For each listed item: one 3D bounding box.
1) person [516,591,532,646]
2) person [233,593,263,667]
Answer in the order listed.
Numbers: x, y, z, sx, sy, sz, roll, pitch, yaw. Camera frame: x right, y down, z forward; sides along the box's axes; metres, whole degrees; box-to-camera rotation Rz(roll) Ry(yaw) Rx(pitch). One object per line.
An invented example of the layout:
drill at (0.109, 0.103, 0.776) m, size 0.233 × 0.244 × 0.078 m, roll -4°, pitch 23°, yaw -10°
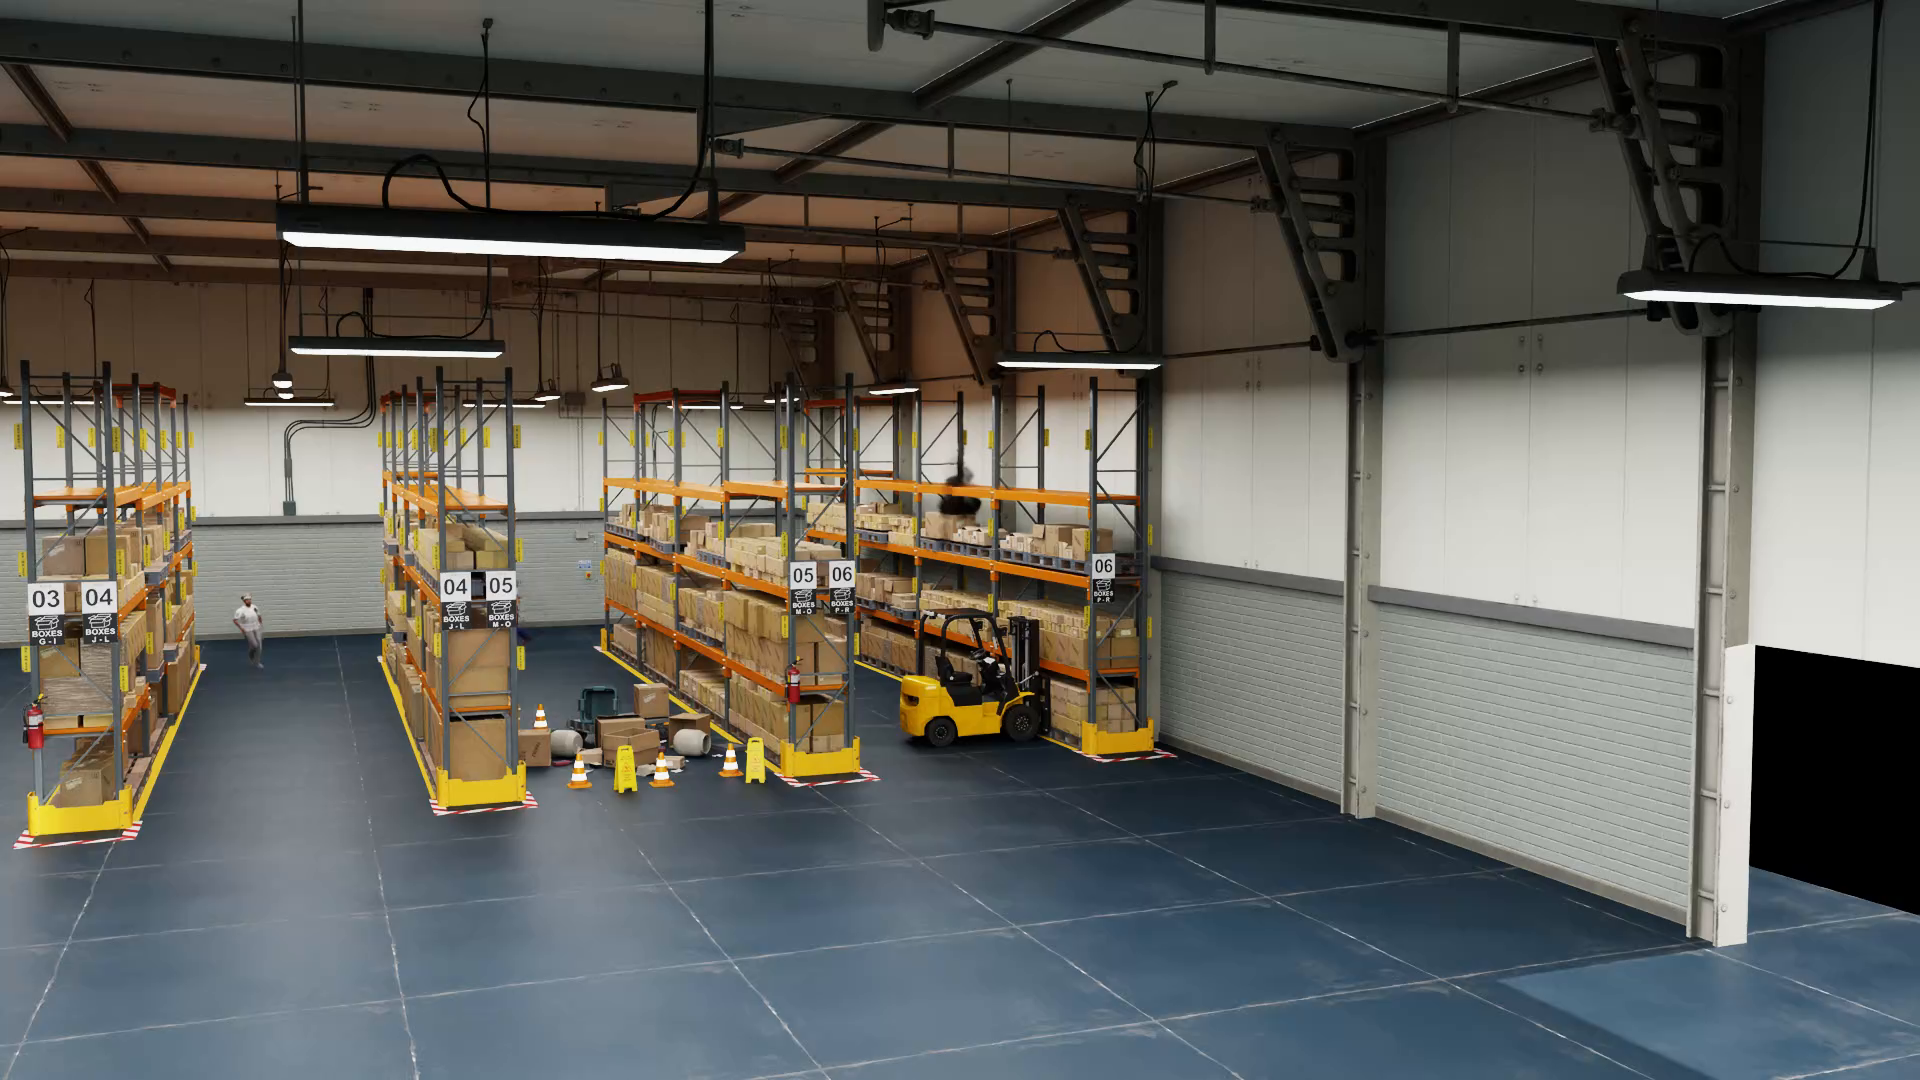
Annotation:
person at (-10.731, 1.790, 39.900) m, size 0.871 × 1.665 × 0.591 m, roll -1°, pitch 4°, yaw -17°
person at (-15.549, 1.991, 36.498) m, size 0.490 × 1.659 × 0.592 m, roll 3°, pitch 4°, yaw 36°
